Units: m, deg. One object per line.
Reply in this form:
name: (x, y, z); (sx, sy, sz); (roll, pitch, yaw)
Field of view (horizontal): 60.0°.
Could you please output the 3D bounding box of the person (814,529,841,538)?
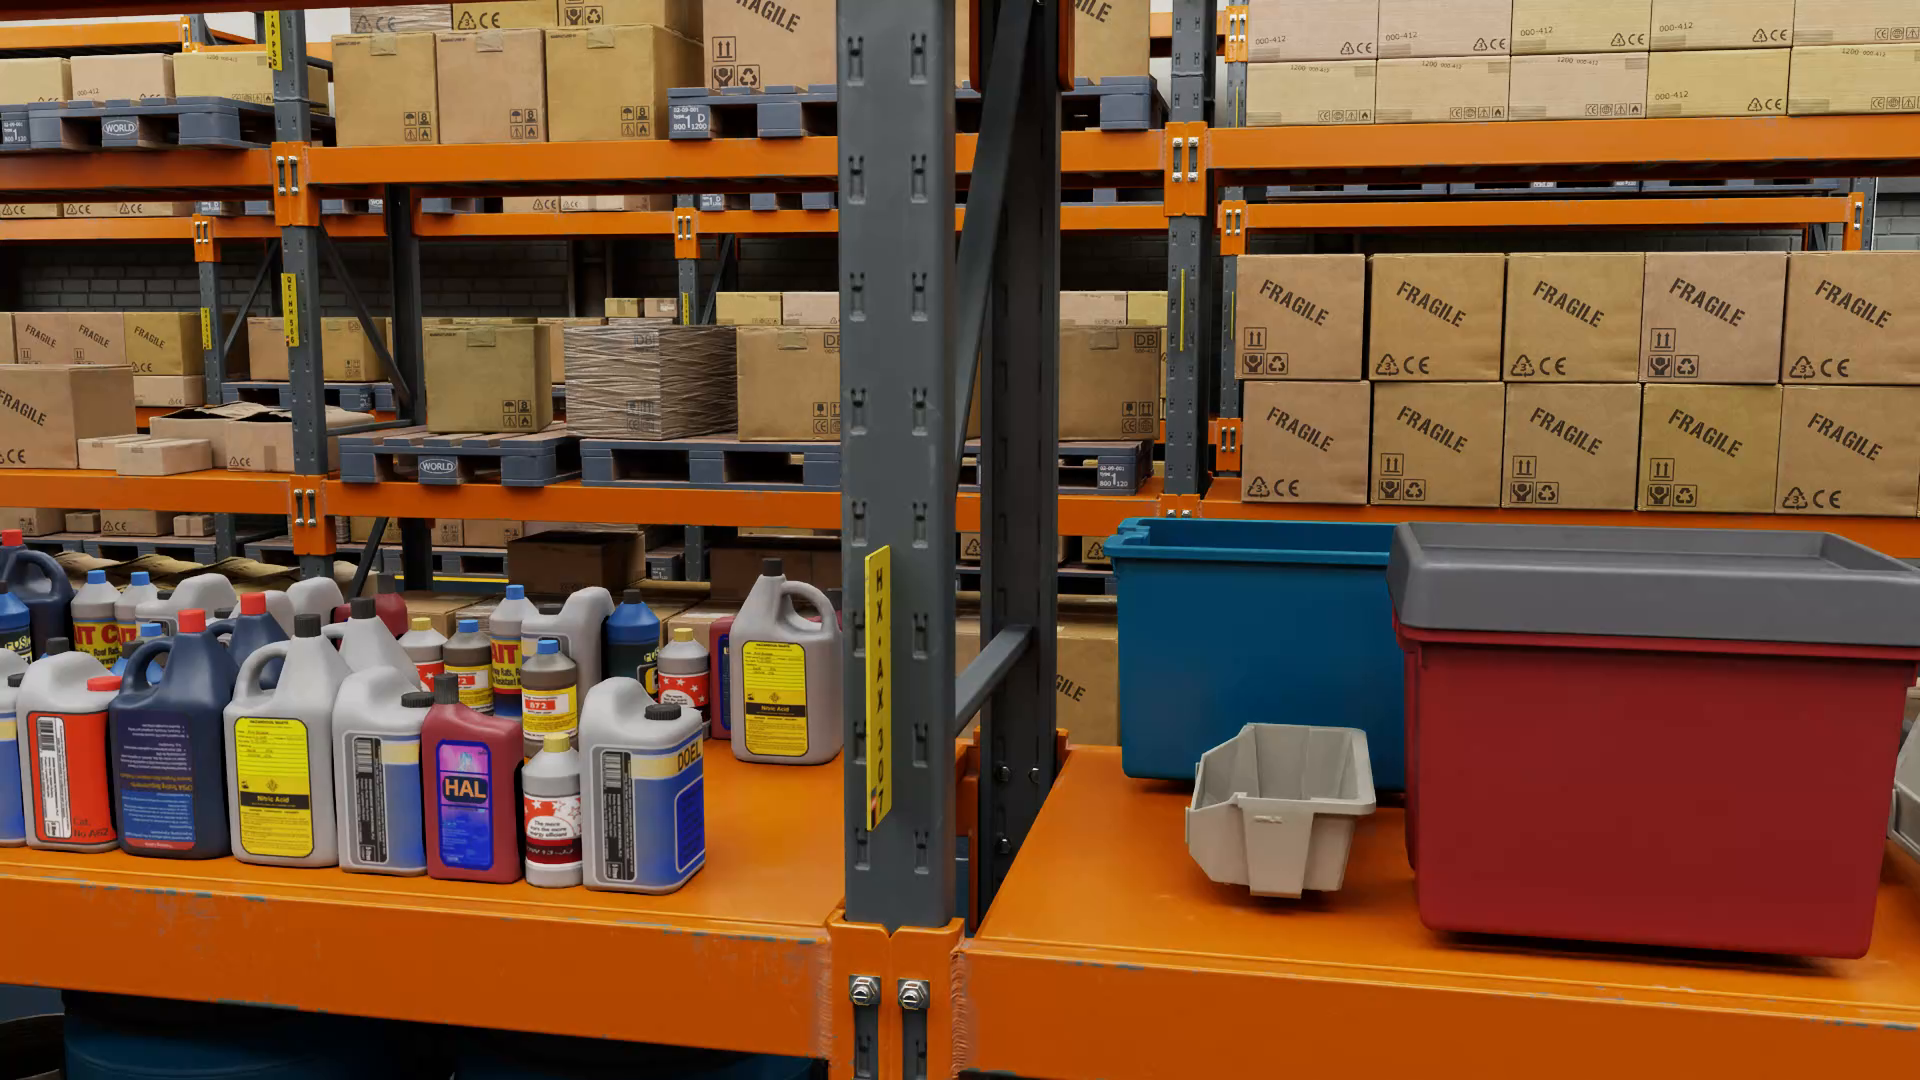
person: (-0.645, -0.123, 9.821); (0.494, 1.711, 0.559); (2, 8, 12)
